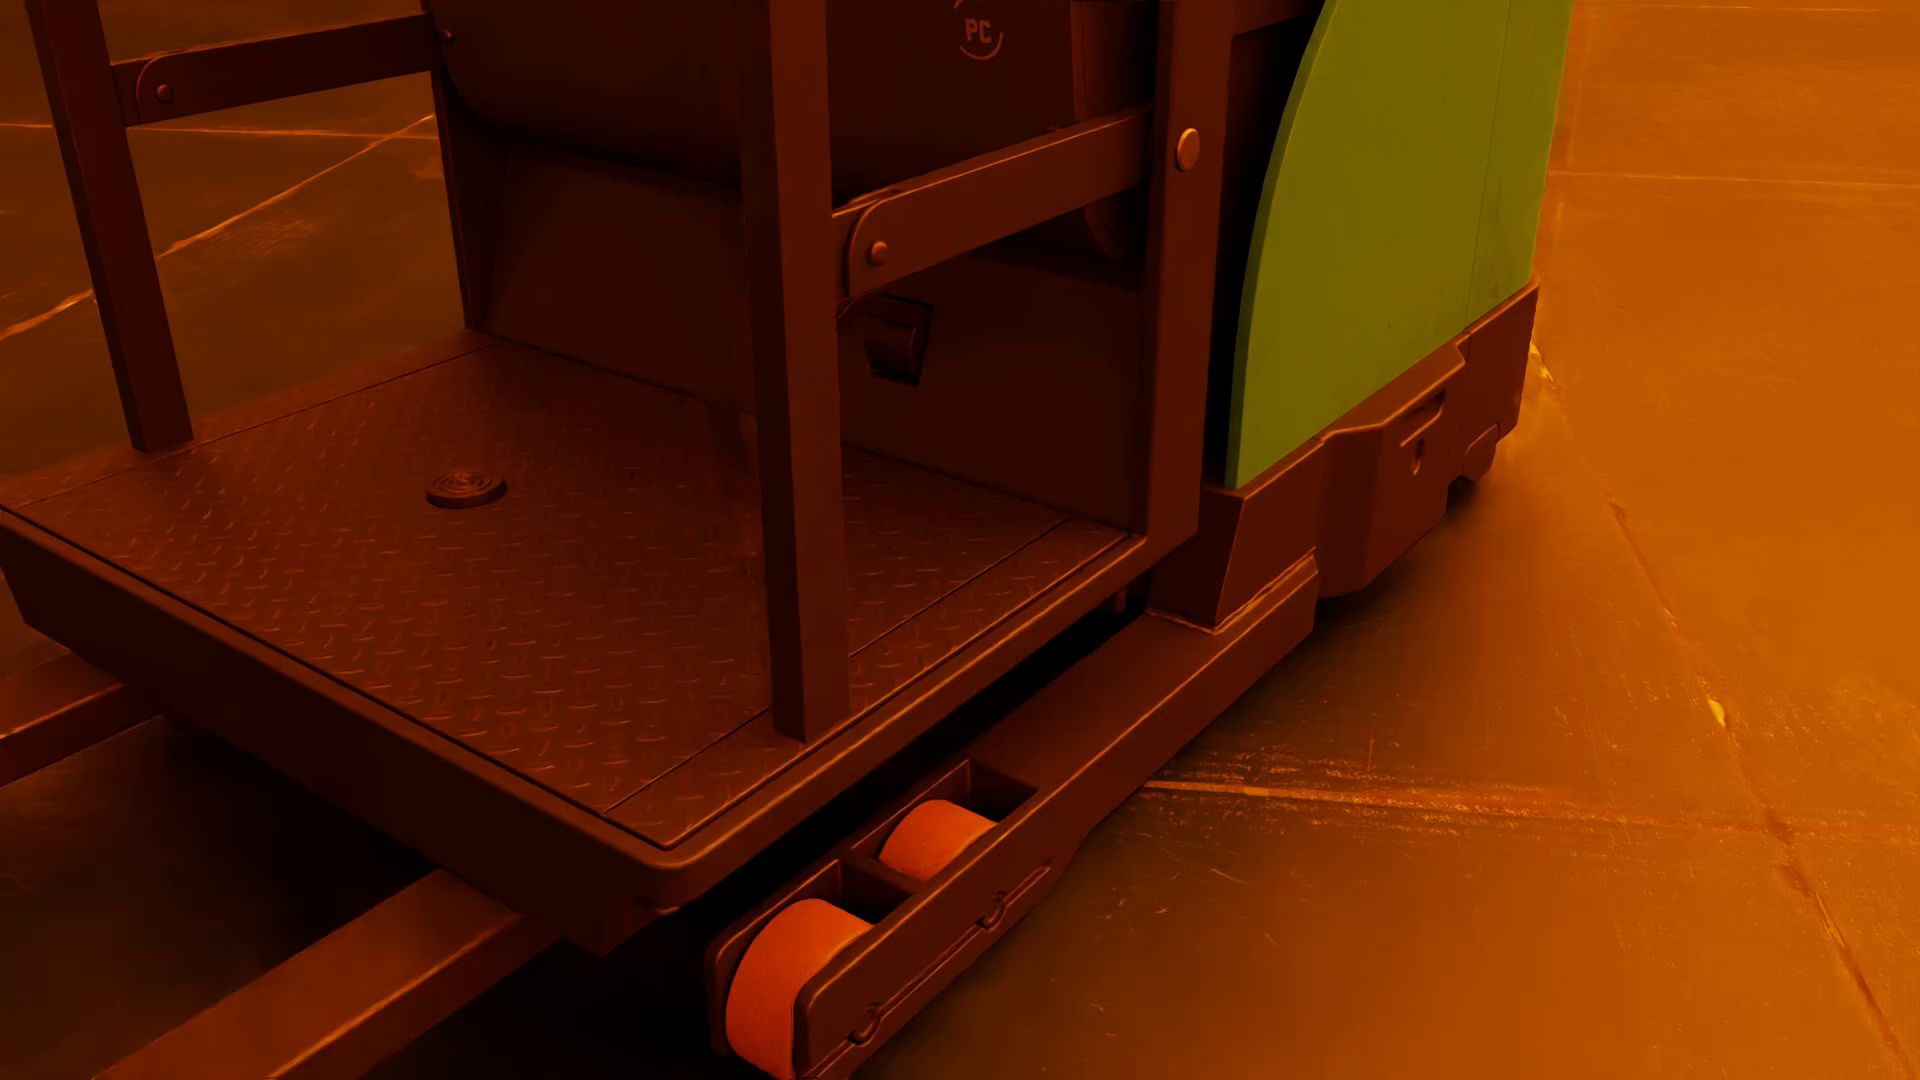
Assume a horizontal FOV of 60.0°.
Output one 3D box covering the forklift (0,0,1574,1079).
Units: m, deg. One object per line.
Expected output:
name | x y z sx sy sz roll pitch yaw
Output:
forklift | -0.363 -1.063 1.347 1.130 2.935 3.031 18 32 32
